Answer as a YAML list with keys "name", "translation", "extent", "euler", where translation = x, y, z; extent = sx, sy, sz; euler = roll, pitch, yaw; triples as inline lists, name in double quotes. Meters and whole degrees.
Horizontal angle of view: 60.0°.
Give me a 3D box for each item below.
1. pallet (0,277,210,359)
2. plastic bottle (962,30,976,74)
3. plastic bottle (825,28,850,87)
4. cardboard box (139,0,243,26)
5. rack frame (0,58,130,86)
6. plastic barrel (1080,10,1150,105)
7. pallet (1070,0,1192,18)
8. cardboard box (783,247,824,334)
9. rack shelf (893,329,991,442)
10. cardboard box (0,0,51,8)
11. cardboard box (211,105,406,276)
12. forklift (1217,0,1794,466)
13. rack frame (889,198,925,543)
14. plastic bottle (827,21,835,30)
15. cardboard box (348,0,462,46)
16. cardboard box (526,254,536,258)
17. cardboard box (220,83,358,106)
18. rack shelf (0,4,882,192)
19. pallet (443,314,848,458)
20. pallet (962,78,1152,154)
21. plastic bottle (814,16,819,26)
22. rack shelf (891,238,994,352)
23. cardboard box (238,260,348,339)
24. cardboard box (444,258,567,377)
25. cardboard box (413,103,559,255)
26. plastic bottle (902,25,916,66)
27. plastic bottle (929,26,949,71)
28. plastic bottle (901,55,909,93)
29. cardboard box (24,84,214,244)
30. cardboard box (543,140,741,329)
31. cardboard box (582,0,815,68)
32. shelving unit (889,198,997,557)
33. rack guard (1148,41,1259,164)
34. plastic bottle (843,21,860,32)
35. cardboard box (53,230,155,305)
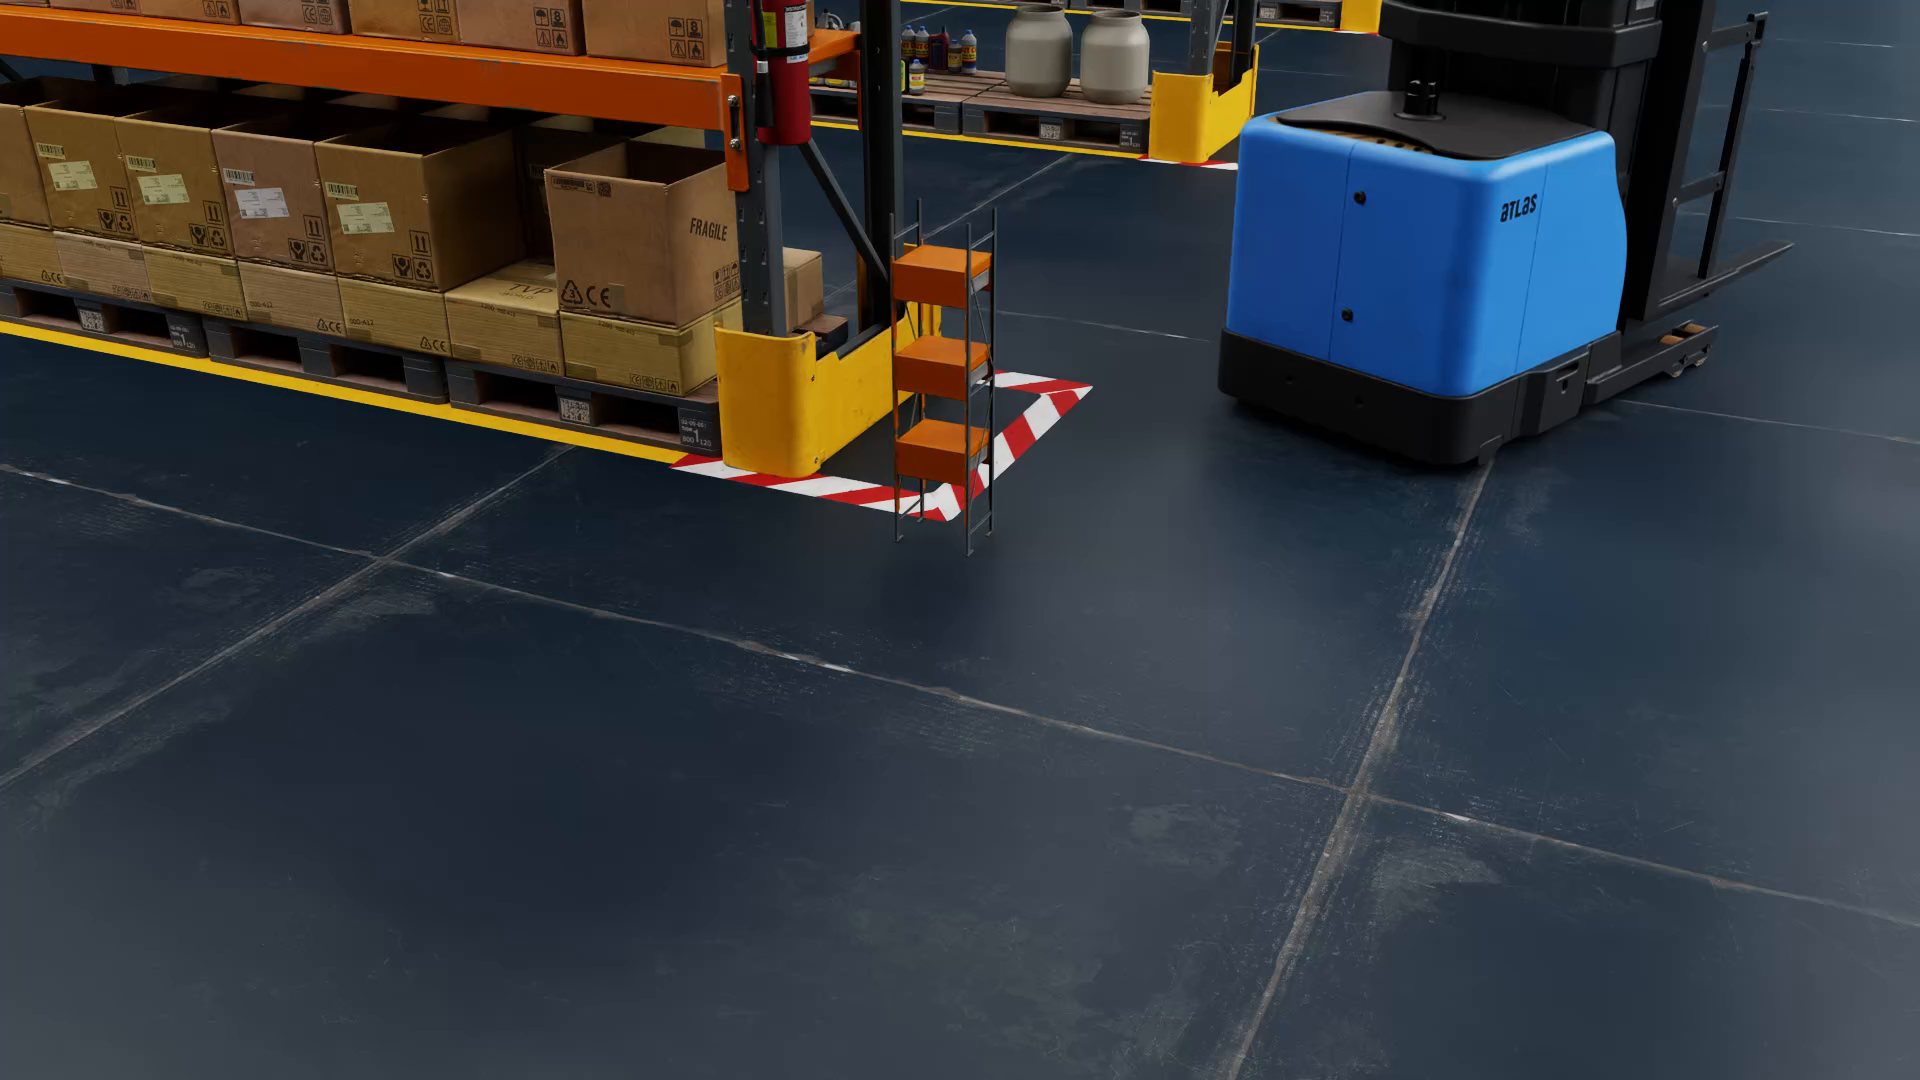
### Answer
- name: "pallet"
  translation: [-3.408, -1.134, 7.314]
  extent: [1.213, 0.211, 1.003]
  euler: [11, 28, 22]
- name: "plastic bottle"
  translation: [0.059, -3.237, 11.019]
  extent: [0.097, 0.271, 0.097]
  euler: [0, 26, 0]
- name: "plastic bottle"
  translation: [-0.769, -3.086, 10.624]
  extent: [0.185, 0.351, 0.144]
  euler: [13, 29, 24]
- name: "cardboard box"
  translation: [-2.770, -2.326, 6.466]
  extent: [0.500, 0.500, 0.700]
  euler: [12, 29, 23]
- name: "rack frame"
  translation: [-4.114, -2.547, 7.028]
  extent: [0.127, 3.000, 1.000]
  euler: [11, 28, 22]
- name: "plastic barrel"
  translation: [0.950, -2.969, 10.225]
  extent: [0.421, 0.512, 0.421]
  euler: [0, 26, 0]
- name: "pallet"
  translation: [1.730, -4.948, 15.060]
  extent: [1.213, 0.211, 1.003]
  euler: [11, 28, 22]
- name: "cardboard box"
  translation: [-0.869, -0.958, 6.438]
  extent: [0.500, 0.250, 0.500]
  euler: [11, 28, 22]
- name: "rack shelf"
  translation: [-0.049, -0.471, 5.043]
  extent: [0.240, 0.259, 0.215]
  euler: [11, 28, 22]
- name: "cardboard box"
  translation: [-3.708, -2.513, 6.846]
  extent: [0.500, 0.500, 0.700]
  euler: [11, 28, 20]
- name: "cardboard box"
  translation: [-2.455, -1.354, 6.393]
  extent: [0.500, 0.500, 0.500]
  euler: [11, 28, 22]
- name: "forklift"
  translation: [2.395, -2.105, 6.207]
  extent: [3.031, 2.935, 1.130]
  euler: [-22, 34, -37]
- name: "rack frame"
  translation: [-0.160, -0.503, 5.083]
  extent: [0.008, 1.050, 0.200]
  euler: [11, 28, 22]
- name: "plastic bottle"
  translation: [-0.905, -3.375, 11.286]
  extent: [0.133, 0.283, 0.061]
  euler: [11, 28, 22]
- name: "cardboard box"
  translation: [-1.822, -2.138, 6.084]
  extent: [0.500, 0.500, 0.700]
  euler: [12, 28, 22]
- name: "cardboard box"
  translation: [-1.781, -1.140, 6.806]
  extent: [0.500, 0.250, 0.500]
  euler: [11, 28, 22]
- name: "cardboard box"
  translation: [-2.694, -1.655, 7.005]
  extent: [0.500, 0.500, 0.500]
  euler: [11, 28, 22]
- name: "rack shelf"
  translation: [-2.294, -1.859, 6.444]
  extent: [4.000, 0.370, 1.077]
  euler: [11, 28, 22]
- name: "pallet"
  translation: [-1.186, -0.688, 6.408]
  extent: [1.213, 0.211, 1.003]
  euler: [11, 28, 22]
- name: "pallet"
  translation: [0.755, -2.701, 10.498]
  extent: [1.213, 0.211, 1.003]
  euler: [11, 28, 22]
- name: "plastic bottle"
  translation: [-1.015, -3.467, 11.473]
  extent: [0.133, 0.283, 0.061]
  euler: [13, 29, 25]
- name: "rack shelf"
  translation: [-0.049, -0.726, 4.917]
  extent: [0.240, 0.259, 0.215]
  euler: [11, 28, 22]
- name: "cardboard box"
  translation: [-2.454, -1.019, 6.562]
  extent: [0.500, 0.250, 0.500]
  euler: [11, 28, 22]
- name: "cardboard box"
  translation: [-1.544, -0.836, 6.190]
  extent: [0.500, 0.250, 0.500]
  euler: [11, 28, 22]
- name: "cardboard box"
  translation: [-1.785, -1.471, 6.631]
  extent: [0.500, 0.500, 0.500]
  euler: [11, 28, 22]
- name: "plastic bottle"
  translation: [-0.344, -3.318, 11.184]
  extent: [0.097, 0.271, 0.097]
  euler: [0, 26, 0]
- name: "plastic bottle"
  translation: [-0.139, -3.291, 11.116]
  extent: [0.133, 0.283, 0.061]
  euler: [12, 29, 23]
- name: "plastic bottle"
  translation: [-0.386, -2.959, 10.441]
  extent: [0.133, 0.283, 0.061]
  euler: [12, 29, 23]
- name: "cardboard box"
  translation: [-3.363, -1.539, 6.769]
  extent: [0.500, 0.500, 0.500]
  euler: [11, 28, 22]
- name: "cardboard box"
  translation: [-1.084, -1.085, 5.847]
  extent: [0.500, 0.500, 0.500]
  euler: [11, 28, 22]
- name: "cardboard box"
  translation: [-0.893, -1.951, 5.704]
  extent: [0.500, 0.500, 0.700]
  euler: [11, 28, 22]
- name: "shelving unit"
  translation: [-0.049, -0.481, 5.038]
  extent: [0.252, 1.050, 0.215]
  euler: [11, 28, 22]
- name: "rack guard"
  translation: [1.492, -2.680, 10.128]
  extent: [0.348, 0.500, 1.175]
  euler: [11, 28, 22]
- name: "plastic bottle"
  translation: [-0.740, -3.386, 11.317]
  extent: [0.135, 0.276, 0.152]
  euler: [12, 29, 23]
- name: "cardboard box"
  translation: [-3.364, -1.202, 6.933]
  extent: [0.500, 0.250, 0.500]
  euler: [11, 28, 22]
